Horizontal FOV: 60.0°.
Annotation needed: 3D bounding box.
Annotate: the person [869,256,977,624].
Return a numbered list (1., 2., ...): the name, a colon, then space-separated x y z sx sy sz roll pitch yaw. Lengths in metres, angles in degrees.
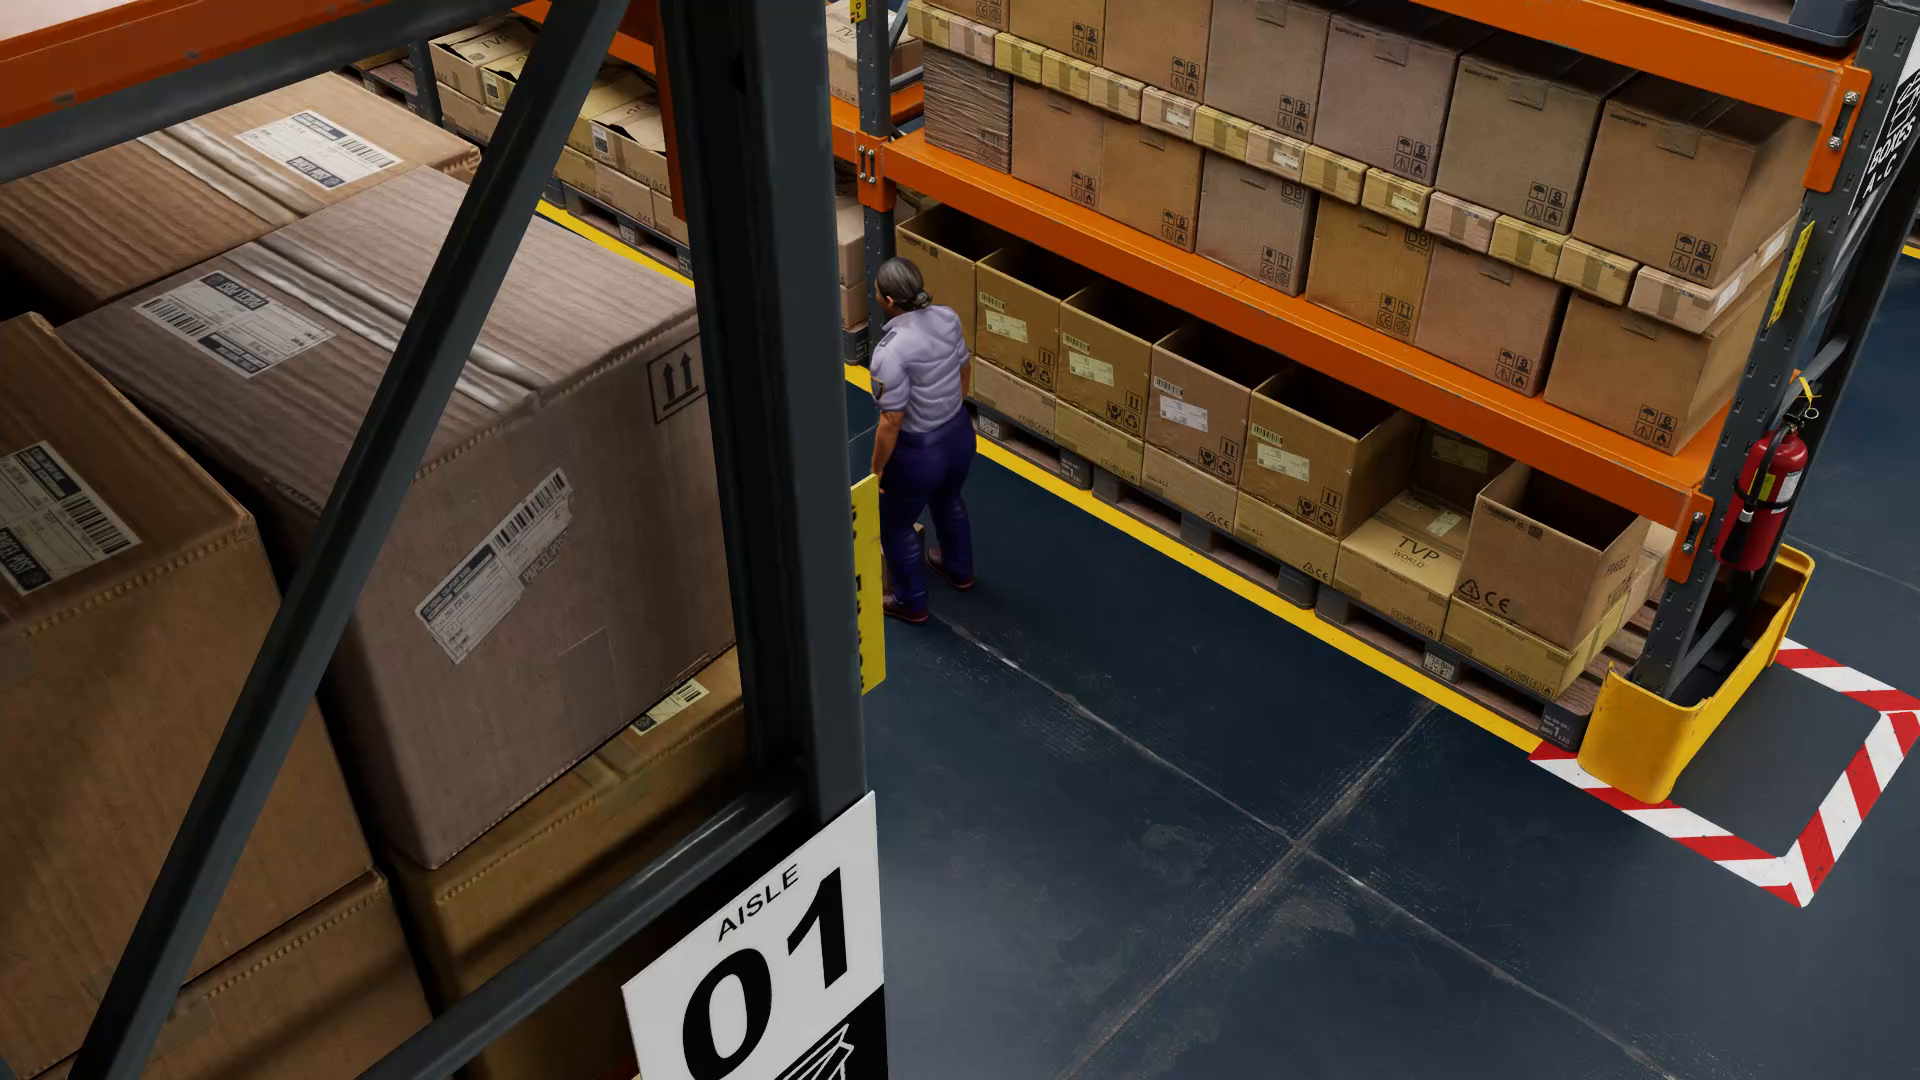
1. person: -0.152 -0.388 6.631 0.374 1.652 0.564 28 47 30
